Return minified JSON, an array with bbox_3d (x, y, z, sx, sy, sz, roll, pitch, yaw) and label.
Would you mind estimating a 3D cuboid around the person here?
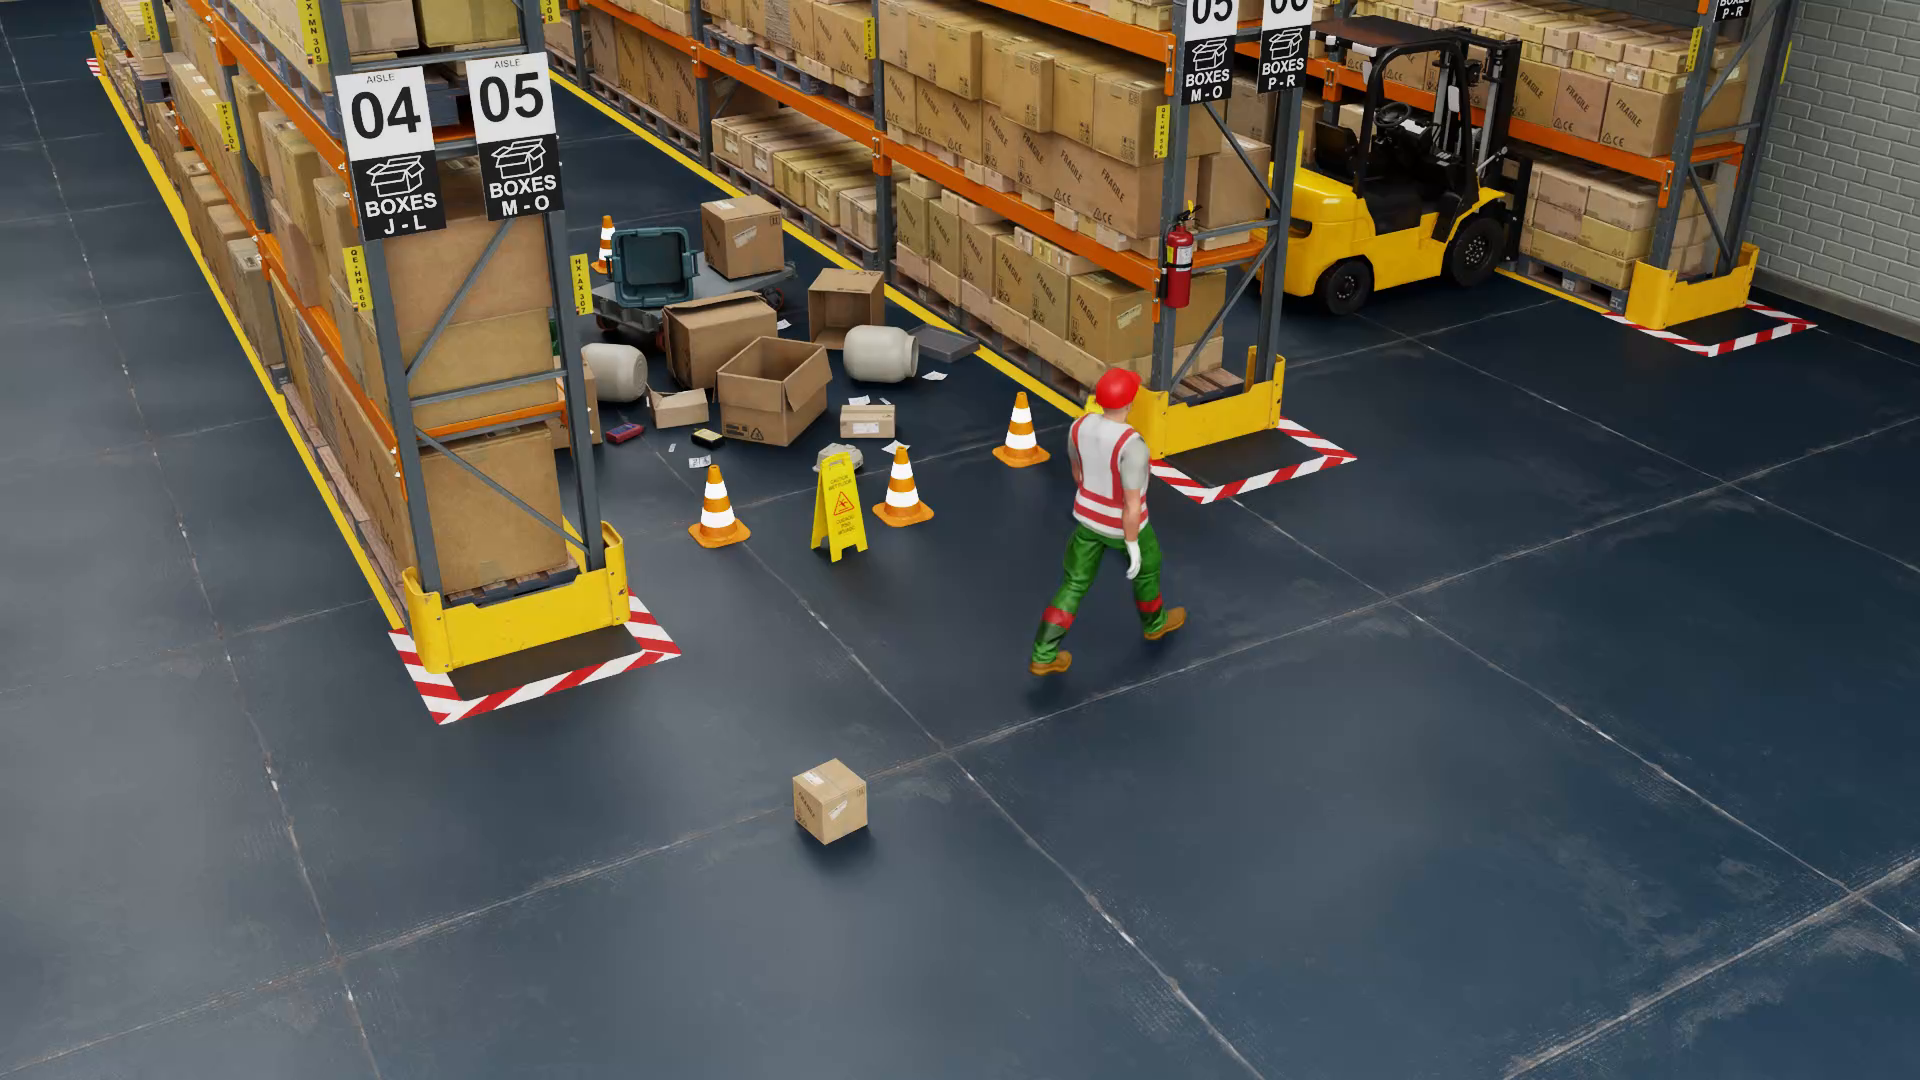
[{"bbox_3d":[0.814,-0.126,8.786,0.584,1.738,1.099,22,36,34],"label":"person"}]
